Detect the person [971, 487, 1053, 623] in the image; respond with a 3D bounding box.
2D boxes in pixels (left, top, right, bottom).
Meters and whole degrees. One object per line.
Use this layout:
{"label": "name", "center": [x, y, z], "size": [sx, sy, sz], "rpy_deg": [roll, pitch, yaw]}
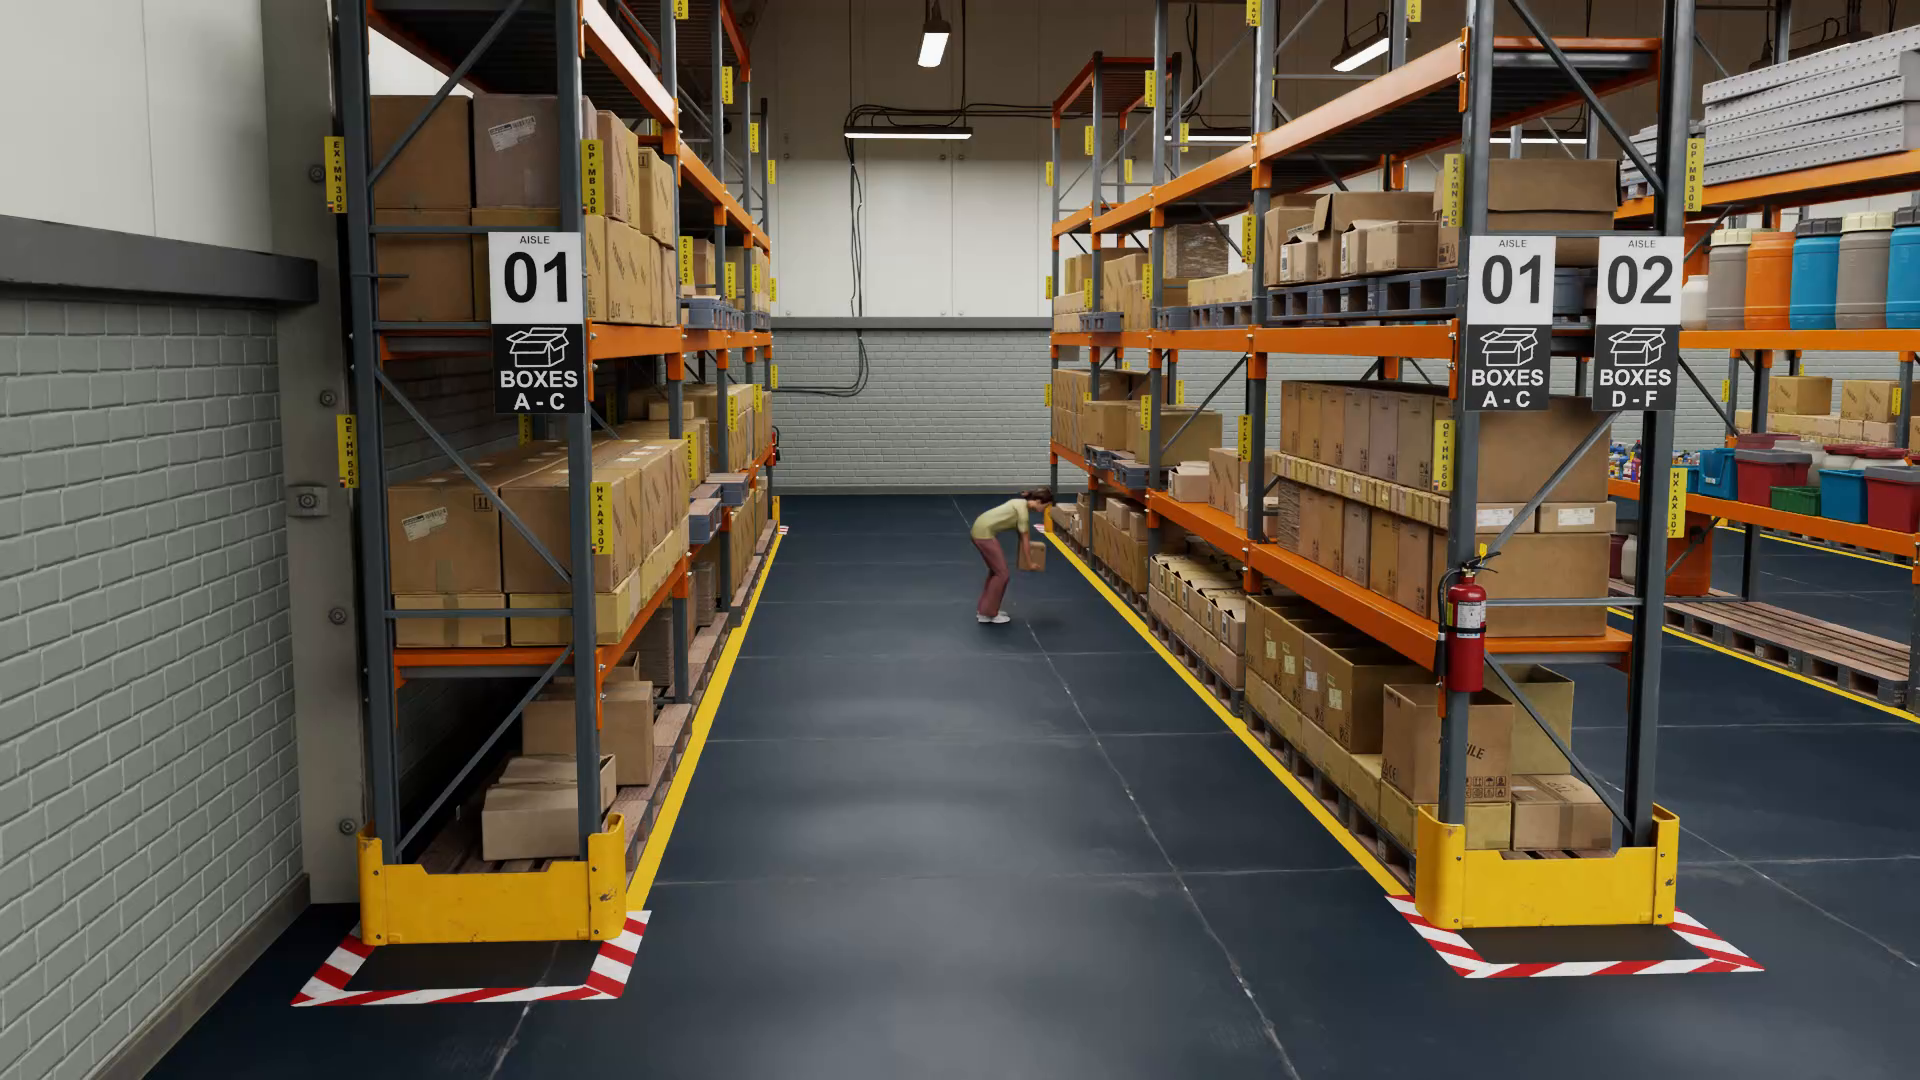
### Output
{"label": "person", "center": [0.508, 0.138, 16.163], "size": [0.806, 1.307, 0.425], "rpy_deg": [-1, 7, -5]}
